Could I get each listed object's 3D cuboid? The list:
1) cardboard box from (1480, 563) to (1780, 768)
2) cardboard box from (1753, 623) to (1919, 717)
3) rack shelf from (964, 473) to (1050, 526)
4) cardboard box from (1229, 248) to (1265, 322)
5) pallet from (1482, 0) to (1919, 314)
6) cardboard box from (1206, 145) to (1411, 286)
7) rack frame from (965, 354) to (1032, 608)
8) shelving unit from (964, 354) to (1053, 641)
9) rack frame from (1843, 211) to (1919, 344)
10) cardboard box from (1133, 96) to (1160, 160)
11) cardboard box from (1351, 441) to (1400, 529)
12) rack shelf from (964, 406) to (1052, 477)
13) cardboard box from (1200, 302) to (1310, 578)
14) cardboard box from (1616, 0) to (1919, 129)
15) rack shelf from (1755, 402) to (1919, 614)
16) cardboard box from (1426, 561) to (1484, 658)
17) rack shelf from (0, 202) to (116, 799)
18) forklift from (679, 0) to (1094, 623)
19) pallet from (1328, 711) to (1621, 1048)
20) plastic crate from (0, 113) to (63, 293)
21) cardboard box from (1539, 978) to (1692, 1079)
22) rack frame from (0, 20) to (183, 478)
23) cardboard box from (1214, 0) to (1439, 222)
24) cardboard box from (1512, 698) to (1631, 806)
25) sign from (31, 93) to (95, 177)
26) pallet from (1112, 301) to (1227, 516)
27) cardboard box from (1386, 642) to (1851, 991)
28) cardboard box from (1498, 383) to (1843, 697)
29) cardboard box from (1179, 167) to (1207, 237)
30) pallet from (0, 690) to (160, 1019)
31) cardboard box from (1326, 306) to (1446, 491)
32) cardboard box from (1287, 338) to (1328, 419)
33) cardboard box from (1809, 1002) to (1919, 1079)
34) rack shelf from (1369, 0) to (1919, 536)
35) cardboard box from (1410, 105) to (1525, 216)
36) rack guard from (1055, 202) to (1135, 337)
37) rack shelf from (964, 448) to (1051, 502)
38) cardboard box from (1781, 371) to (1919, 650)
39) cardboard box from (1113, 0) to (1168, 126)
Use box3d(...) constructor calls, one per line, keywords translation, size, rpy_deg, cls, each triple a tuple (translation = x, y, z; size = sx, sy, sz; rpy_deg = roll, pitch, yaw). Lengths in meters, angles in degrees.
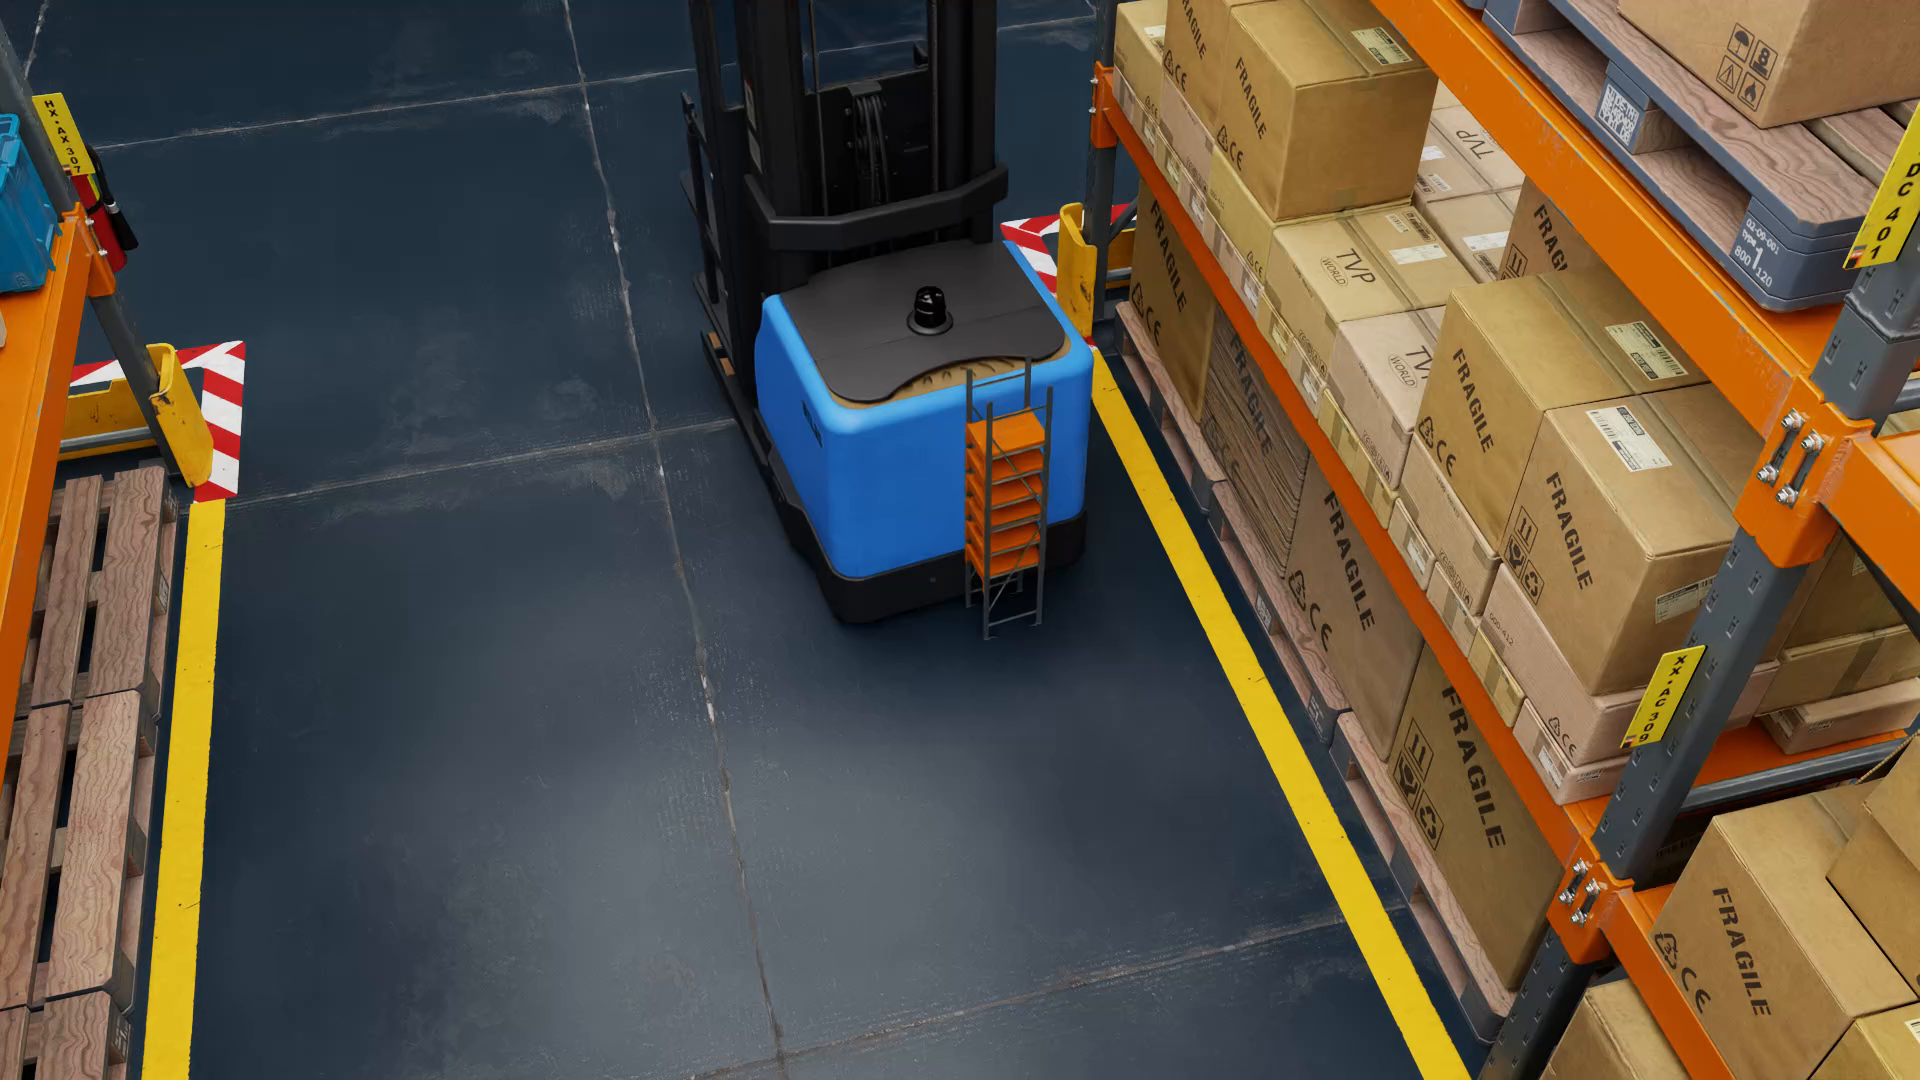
box3d(translation=(1.708, 0.267, 4.284), size=(0.500, 0.250, 0.500), rpy_deg=(-12, 47, -11), cls="cardboard box")
box3d(translation=(2.208, 0.152, 4.397), size=(0.500, 0.250, 0.500), rpy_deg=(-11, 47, -11), cls="cardboard box")
box3d(translation=(0.167, -0.178, 5.979), size=(0.258, 0.103, 0.180), rpy_deg=(-16, 48, -15), cls="rack shelf")
box3d(translation=(1.154, -0.905, 5.713), size=(0.380, 0.149, 0.250), rpy_deg=(-11, 47, -11), cls="cardboard box")
box3d(translation=(1.876, -1.010, 3.601), size=(1.003, 0.211, 1.213), rpy_deg=(-11, 47, -10), cls="pallet")
box3d(translation=(1.178, -1.151, 5.675), size=(0.500, 0.250, 0.500), rpy_deg=(-12, 47, -12), cls="cardboard box")
box3d(translation=(0.133, -0.186, 6.092), size=(0.240, 1.200, 0.006), rpy_deg=(-16, 48, -15), cls="rack frame")
box3d(translation=(0.167, -0.125, 6.033), size=(0.258, 1.200, 0.189), rpy_deg=(-16, 48, -15), cls="shelving unit")
box3d(translation=(2.075, -1.524, 1.943), size=(1.000, 3.000, 0.127), rpy_deg=(-11, 47, -10), cls="rack frame")
box3d(translation=(0.890, -1.615, 6.409), size=(0.380, 0.149, 0.250), rpy_deg=(-11, 47, -11), cls="cardboard box")
box3d(translation=(1.416, -0.197, 5.019), size=(0.380, 0.149, 0.250), rpy_deg=(-10, 46, -10), cls="cardboard box")
box3d(translation=(0.167, -0.346, 5.807), size=(0.258, 0.103, 0.180), rpy_deg=(-16, 48, -15), cls="rack shelf")
box3d(translation=(1.525, -0.533, 6.366), size=(0.875, 0.875, 0.875), rpy_deg=(-11, 47, -10), cls="cardboard box")
box3d(translation=(1.817, -1.220, 3.311), size=(0.700, 0.500, 0.500), rpy_deg=(-13, 47, -13), cls="cardboard box")
box3d(translation=(2.587, 1.159, 1.918), size=(1.077, 0.370, 4.000), rpy_deg=(-11, 47, -10), cls="rack shelf")
box3d(translation=(1.549, 0.158, 4.671), size=(0.380, 0.149, 0.250), rpy_deg=(-11, 47, -11), cls="cardboard box")
box3d(translation=(-3.225, 0.353, 4.808), size=(1.077, 0.370, 4.000), rpy_deg=(-11, 47, -10), cls="rack shelf")
box3d(translation=(-0.518, -1.778, 6.440), size=(1.130, 2.935, 3.031), rpy_deg=(-16, 48, -15), cls="forklift")
box3d(translation=(1.956, 1.013, 5.610), size=(1.003, 0.211, 1.213), rpy_deg=(-11, 47, -10), cls="pallet")
box3d(translation=(-3.471, -1.116, 5.677), size=(0.616, 0.435, 0.499), rpy_deg=(-11, 47, -10), cls="plastic crate")
box3d(translation=(2.258, 1.611, 4.265), size=(1.225, 0.875, 0.875), rpy_deg=(-11, 47, -10), cls="cardboard box")
box3d(translation=(-3.737, -1.280, 5.904), size=(1.000, 3.000, 0.127), rpy_deg=(-11, 47, -10), cls="rack frame")
box3d(translation=(1.179, -1.417, 5.410), size=(0.500, 0.500, 0.500), rpy_deg=(-12, 47, -11), cls="cardboard box")
box3d(translation=(1.680, 0.513, 4.323), size=(0.380, 0.149, 0.250), rpy_deg=(-10, 47, -10), cls="cardboard box")
box3d(translation=(-3.209, -1.449, 5.956), size=(0.100, 0.325, 0.005), rpy_deg=(-11, 47, -10), cls="sign")
box3d(translation=(1.331, -0.672, 7.261), size=(1.003, 0.211, 1.213), rpy_deg=(-11, 47, -10), cls="pallet")
box3d(translation=(1.983, 0.702, 5.155), size=(0.875, 0.875, 0.875), rpy_deg=(-11, 47, -10), cls="cardboard box")
box3d(translation=(1.699, -0.007, 4.028), size=(0.500, 0.500, 0.500), rpy_deg=(-9, 46, -9), cls="cardboard box")
box3d(translation=(1.024, -1.259, 6.059), size=(0.380, 0.149, 0.250), rpy_deg=(-11, 47, -11), cls="cardboard box")
box3d(translation=(-3.254, 1.113, 5.511), size=(1.003, 0.211, 1.213), rpy_deg=(-11, 47, -10), cls="pallet")
box3d(translation=(1.443, -0.442, 4.979), size=(0.500, 0.250, 0.500), rpy_deg=(-10, 46, -10), cls="cardboard box")
box3d(translation=(1.287, -0.550, 5.365), size=(0.380, 0.149, 0.250), rpy_deg=(-10, 46, -10), cls="cardboard box")
box3d(translation=(2.081, 1.251, 3.354), size=(0.500, 0.500, 0.500), rpy_deg=(-11, 47, -10), cls="cardboard box")
box3d(translation=(1.563, -1.603, 4.624), size=(1.077, 0.370, 4.000), rpy_deg=(-11, 47, -10), cls="rack shelf")
box3d(translation=(1.692, -1.250, 5.771), size=(0.500, 0.250, 0.500), rpy_deg=(-12, 47, -12), cls="cardboard box")
box3d(translation=(1.045, -1.327, 7.701), size=(1.175, 0.500, 0.348), rpy_deg=(-11, 47, -10), cls="rack guard")
box3d(translation=(0.167, -0.262, 5.893), size=(0.258, 0.103, 0.180), rpy_deg=(-16, 48, -15), cls="rack shelf")
box3d(translation=(2.200, -0.116, 4.135), size=(0.500, 0.500, 0.500), rpy_deg=(-11, 47, -10), cls="cardboard box")
box3d(translation=(0.913, -1.857, 6.366), size=(0.500, 0.250, 0.500), rpy_deg=(-12, 47, -11), cls="cardboard box")
